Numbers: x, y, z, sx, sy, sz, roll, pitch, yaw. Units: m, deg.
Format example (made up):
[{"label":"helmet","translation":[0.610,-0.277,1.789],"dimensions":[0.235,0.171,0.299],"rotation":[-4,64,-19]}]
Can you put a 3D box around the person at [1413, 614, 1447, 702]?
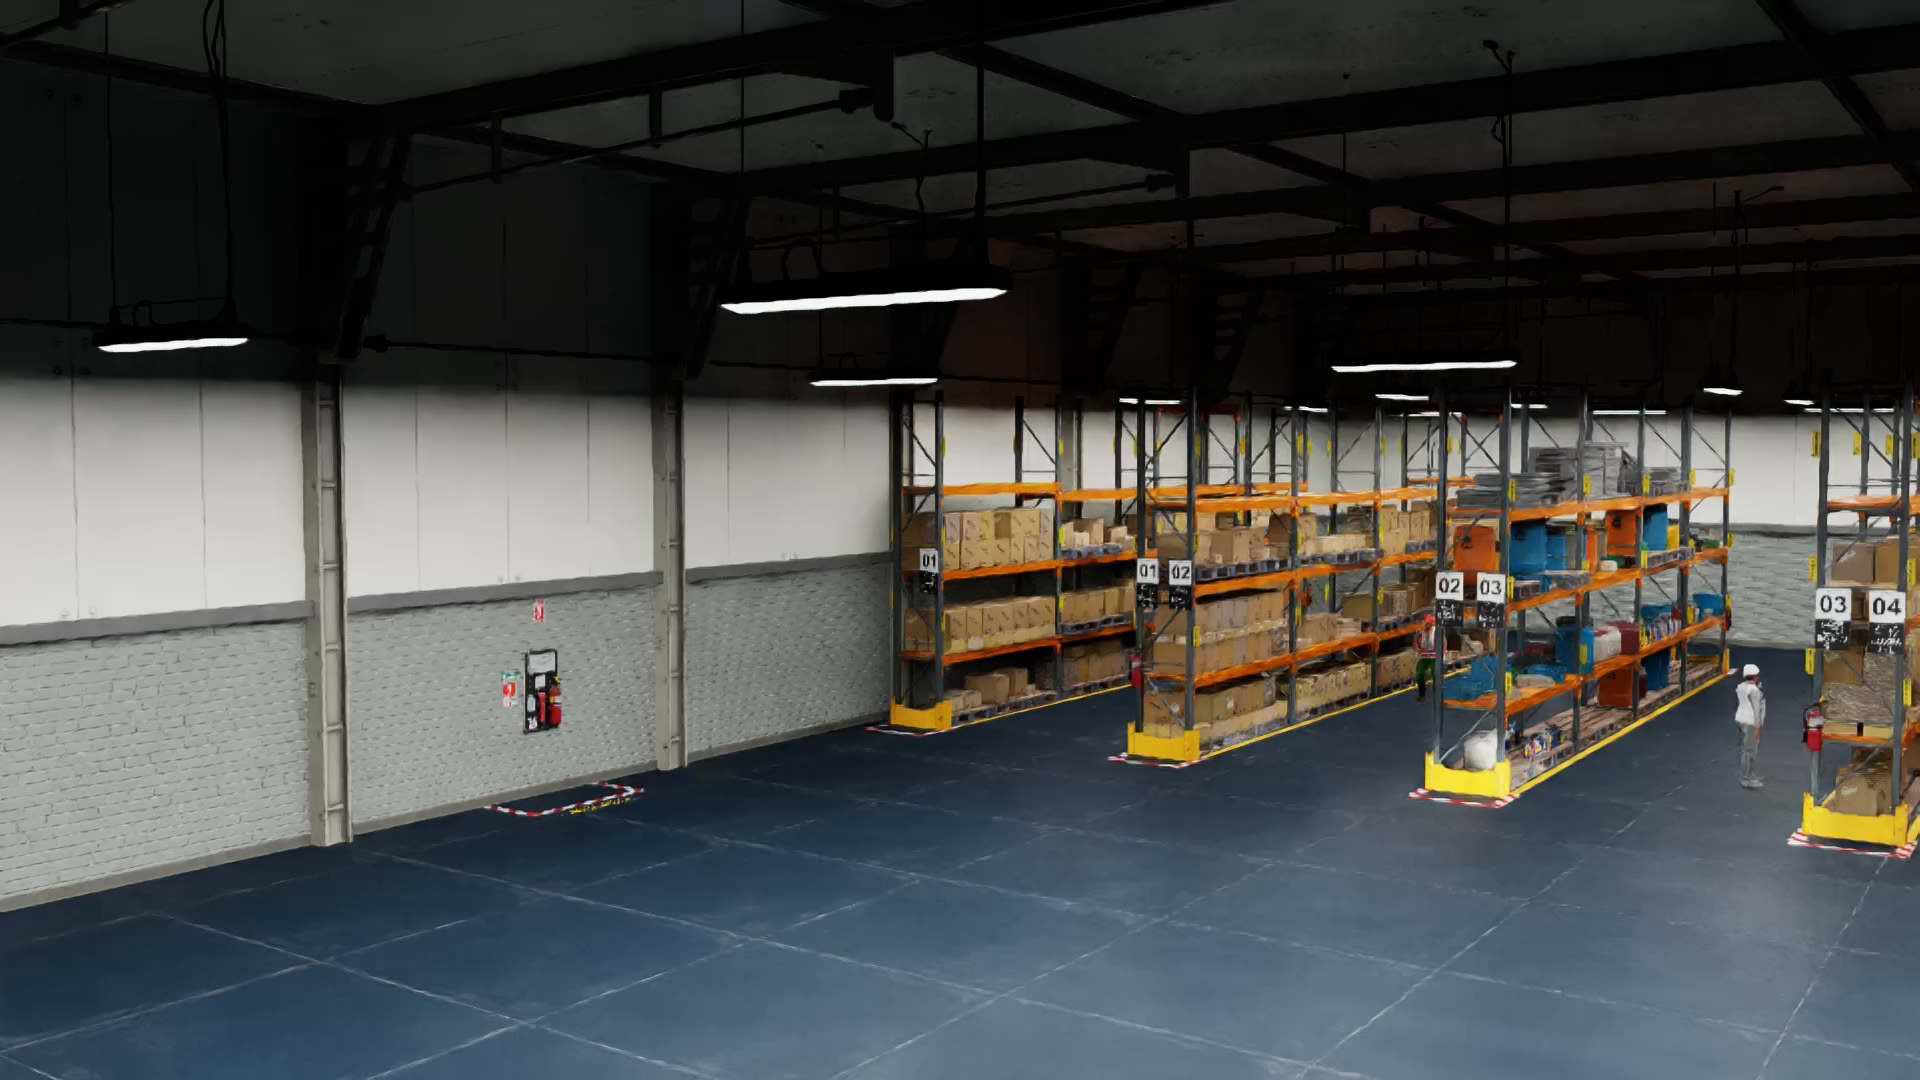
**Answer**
[{"label":"person","translation":[9.187,2.308,32.556],"dimensions":[0.677,1.742,0.552],"rotation":[2,4,34]}]

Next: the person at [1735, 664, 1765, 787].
[{"label":"person","translation":[11.718,2.722,24.565],"dimensions":[0.450,1.768,0.584],"rotation":[0,3,3]}]
